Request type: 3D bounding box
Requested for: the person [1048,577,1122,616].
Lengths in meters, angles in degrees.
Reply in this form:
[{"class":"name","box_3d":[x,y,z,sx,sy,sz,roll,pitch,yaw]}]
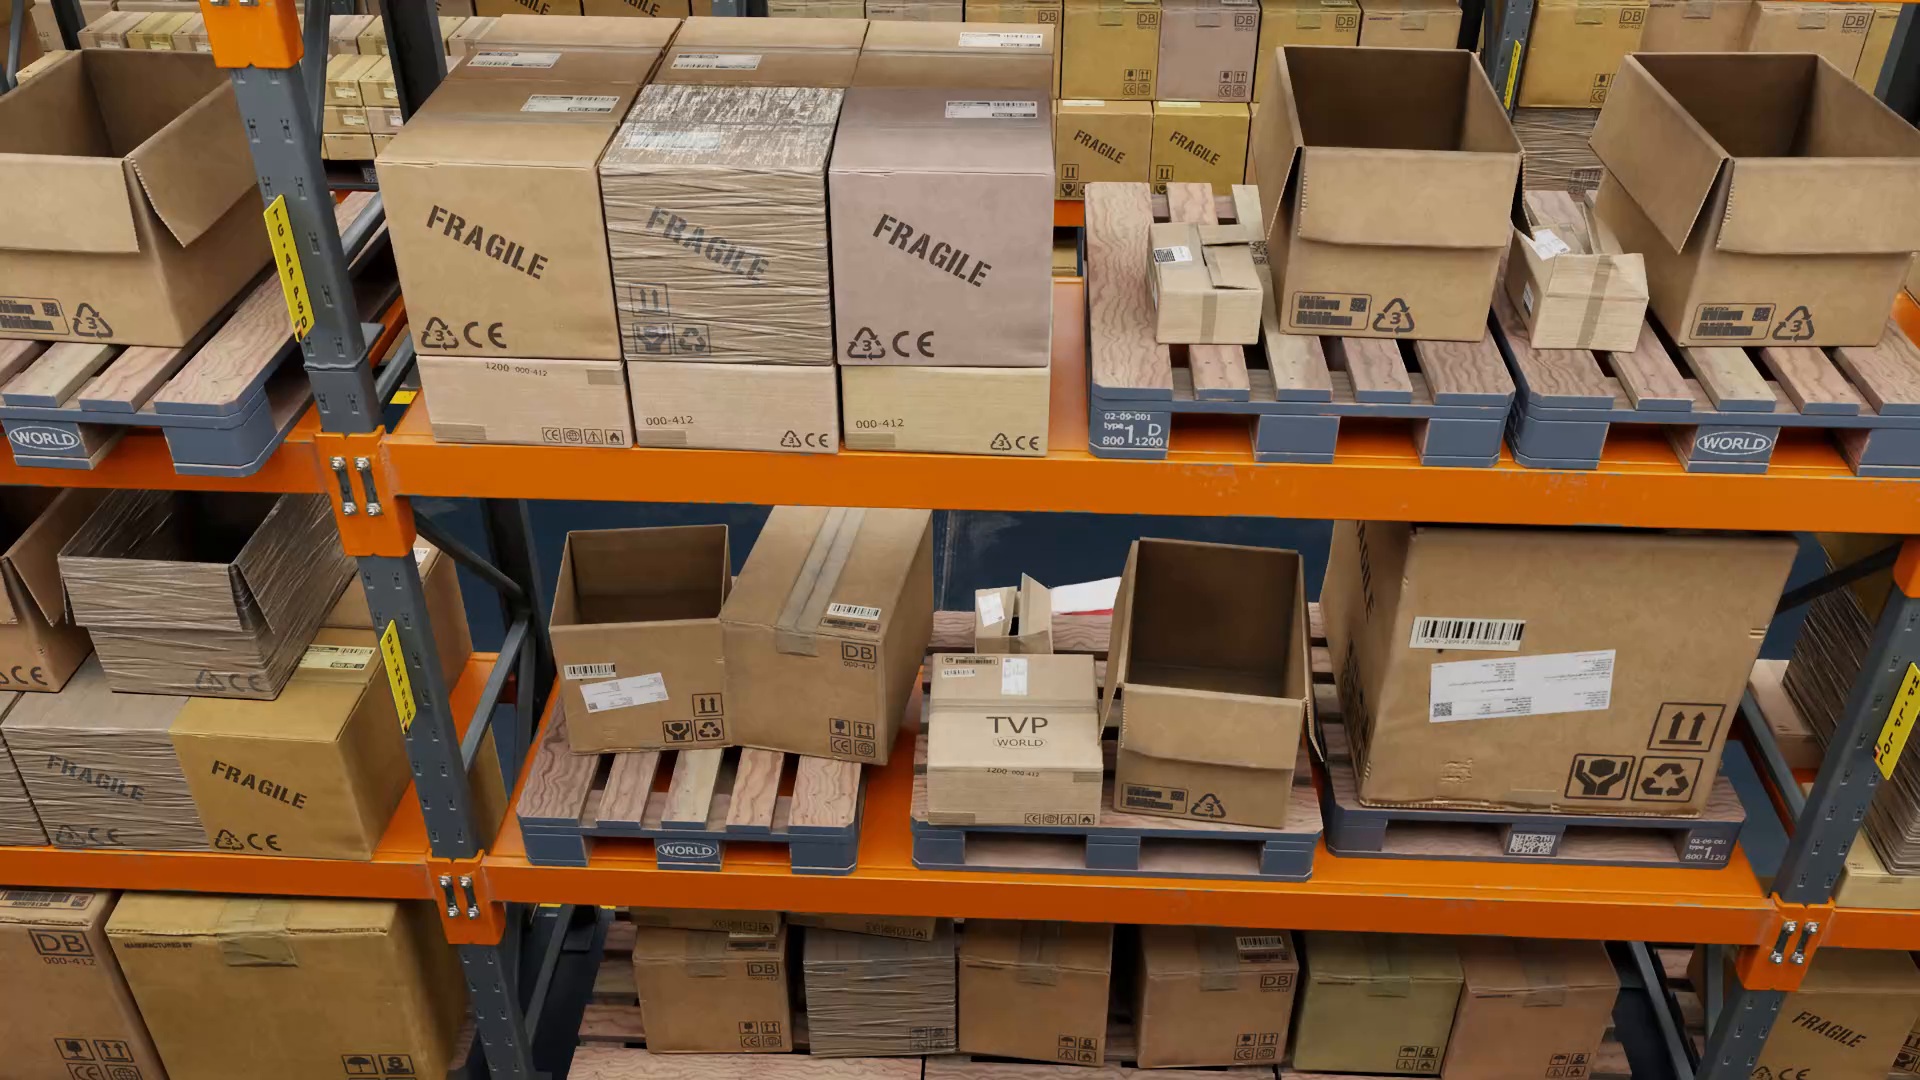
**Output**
[{"class":"person","box_3d":[0.621,0.590,6.957,0.953,0.989,0.535,0,35,0]}]
